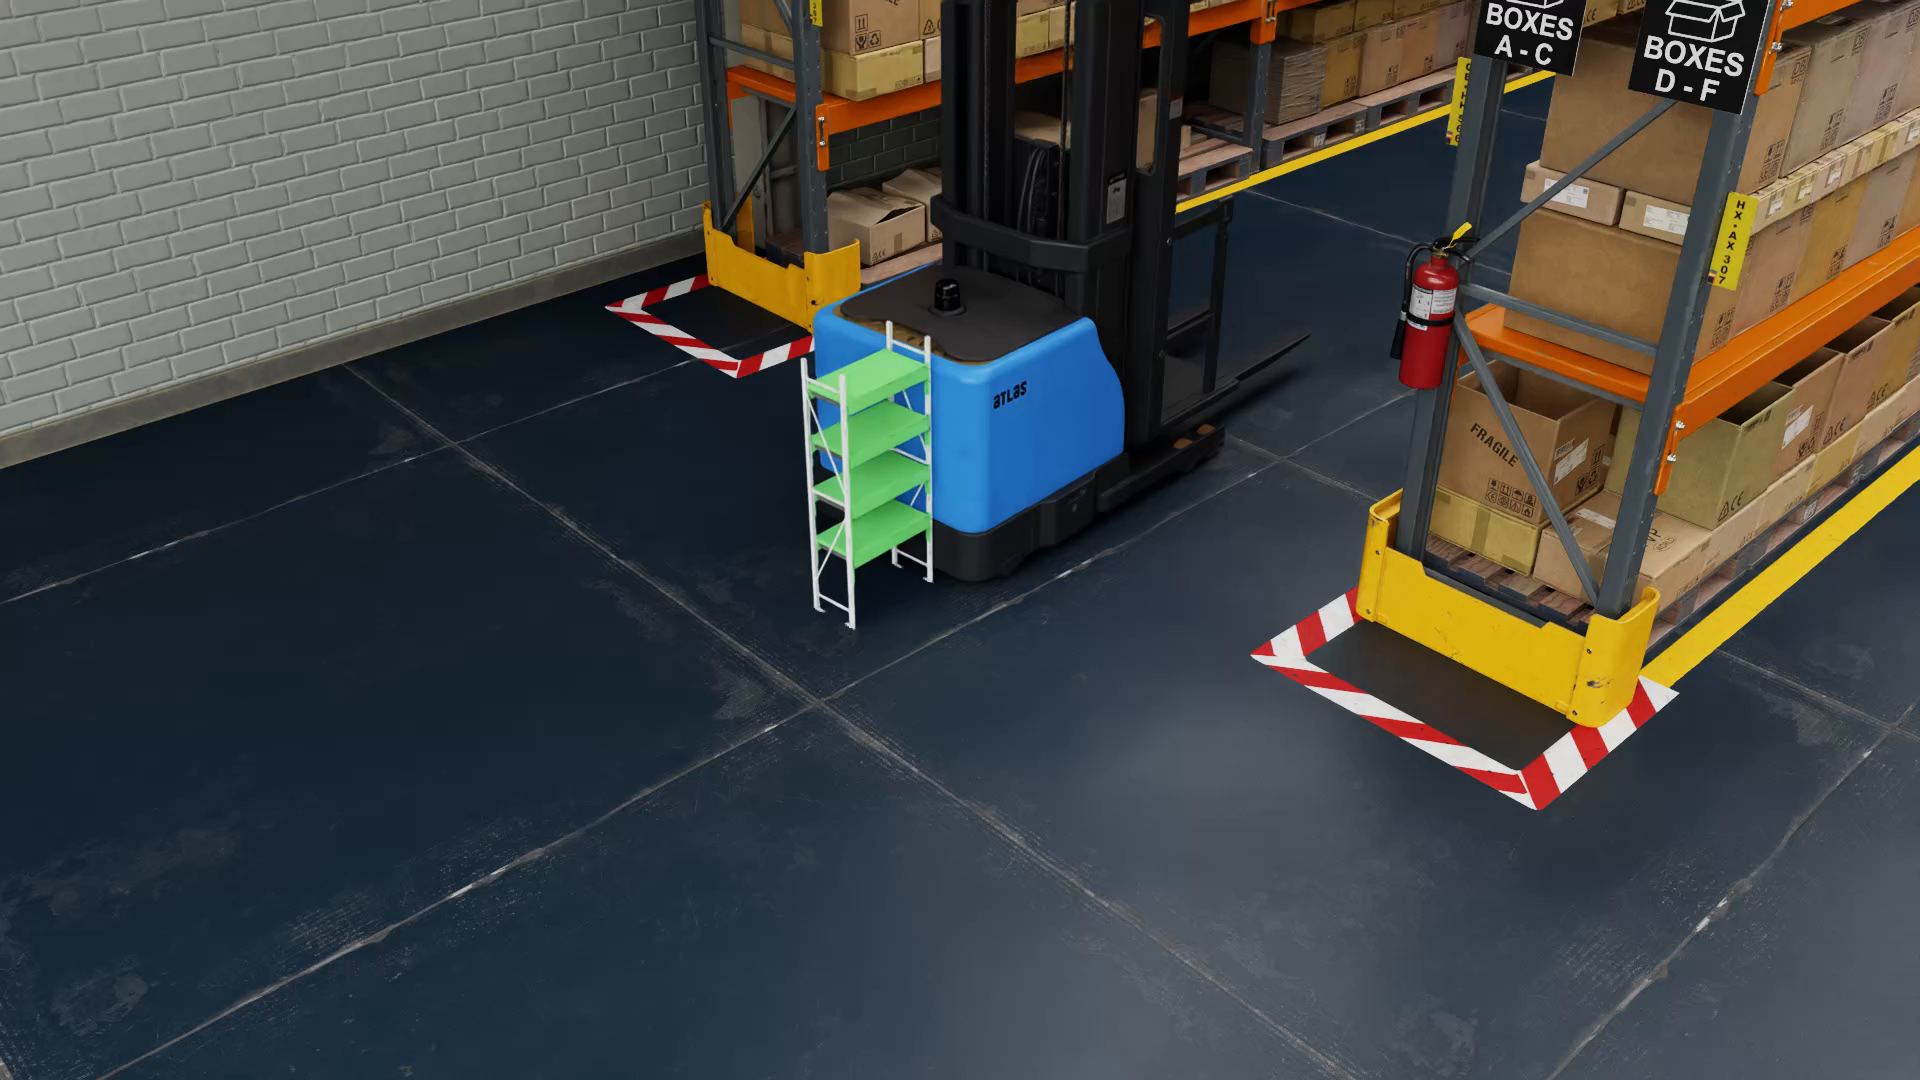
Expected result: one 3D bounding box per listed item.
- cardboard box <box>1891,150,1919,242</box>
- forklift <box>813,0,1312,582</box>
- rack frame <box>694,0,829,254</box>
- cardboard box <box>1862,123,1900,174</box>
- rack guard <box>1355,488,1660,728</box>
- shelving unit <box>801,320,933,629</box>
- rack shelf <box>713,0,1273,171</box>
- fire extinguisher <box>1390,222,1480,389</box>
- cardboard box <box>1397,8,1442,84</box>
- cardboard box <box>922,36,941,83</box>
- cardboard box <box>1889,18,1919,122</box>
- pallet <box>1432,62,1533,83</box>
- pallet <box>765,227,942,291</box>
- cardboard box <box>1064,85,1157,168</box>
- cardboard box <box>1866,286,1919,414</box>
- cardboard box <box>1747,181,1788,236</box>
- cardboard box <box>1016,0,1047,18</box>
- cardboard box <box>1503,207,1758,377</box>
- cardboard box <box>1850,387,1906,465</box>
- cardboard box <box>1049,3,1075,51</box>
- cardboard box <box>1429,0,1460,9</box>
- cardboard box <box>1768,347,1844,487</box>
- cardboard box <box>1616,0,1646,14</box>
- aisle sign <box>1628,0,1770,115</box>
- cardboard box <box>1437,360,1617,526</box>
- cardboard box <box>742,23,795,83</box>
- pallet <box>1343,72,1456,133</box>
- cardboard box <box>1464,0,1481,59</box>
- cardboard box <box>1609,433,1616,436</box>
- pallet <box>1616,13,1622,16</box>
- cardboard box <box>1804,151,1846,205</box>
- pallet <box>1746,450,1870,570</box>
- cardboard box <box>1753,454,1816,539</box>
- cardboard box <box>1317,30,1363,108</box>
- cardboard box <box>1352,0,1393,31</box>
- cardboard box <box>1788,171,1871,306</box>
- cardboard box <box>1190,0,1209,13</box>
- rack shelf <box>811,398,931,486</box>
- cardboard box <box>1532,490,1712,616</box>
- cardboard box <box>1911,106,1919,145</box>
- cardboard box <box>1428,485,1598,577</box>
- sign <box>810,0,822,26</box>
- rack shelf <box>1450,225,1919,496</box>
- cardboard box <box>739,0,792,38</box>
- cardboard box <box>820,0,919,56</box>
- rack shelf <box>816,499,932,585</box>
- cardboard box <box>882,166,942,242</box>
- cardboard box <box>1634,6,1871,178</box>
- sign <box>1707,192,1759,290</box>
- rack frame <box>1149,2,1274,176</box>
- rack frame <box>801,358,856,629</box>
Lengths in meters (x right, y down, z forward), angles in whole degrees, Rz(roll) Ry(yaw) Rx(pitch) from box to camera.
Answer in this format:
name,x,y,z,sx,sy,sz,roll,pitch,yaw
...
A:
name,x,y,z,sx,sy,sz,roll,pitch,yaw
cardboard box,4.096,-1.756,7.650,0.500,0.500,0.700,-25,39,-35
forklift,0.692,-1.752,7.806,1.130,2.935,3.031,25,39,35
rack frame,-1.134,-2.714,9.312,0.127,3.000,1.000,-26,40,-35
cardboard box,3.614,-1.654,6.862,0.250,0.149,0.380,-26,40,-36
rack guard,2.219,0.255,6.854,0.348,0.500,1.175,-26,40,-35
shelving unit,-0.379,-0.267,7.036,0.258,1.200,0.503,25,39,35
rack shelf,0.333,-3.116,10.660,4.000,0.370,1.077,-26,40,-35
fire extinguisher,1.835,-0.923,6.458,0.183,0.674,0.296,-26,40,-35
cardboard box,3.438,-4.072,13.508,0.500,0.500,0.700,-26,40,-36
cardboard box,-0.189,-2.899,9.741,0.500,0.250,0.500,-27,41,-37
cardboard box,3.745,-2.141,7.037,0.500,0.500,0.700,-26,40,-35
pallet,4.158,-4.085,14.228,1.213,0.211,1.003,-26,40,-35
pallet,-0.458,-1.826,10.533,1.213,0.211,1.003,-26,40,-35
cardboard box,1.065,-2.870,11.543,0.500,0.500,0.500,26,40,35
cardboard box,4.240,-0.965,7.967,0.500,0.500,0.500,-26,40,-35
cardboard box,2.863,-1.291,6.268,0.250,0.149,0.380,-27,41,-37
cardboard box,0.173,-3.385,9.816,0.500,0.500,0.500,-27,41,-37
cardboard box,2.588,-1.023,6.452,0.500,0.500,0.700,-26,40,-35
cardboard box,4.249,-0.640,8.155,0.500,0.250,0.500,-26,40,-35
cardboard box,0.561,-3.256,10.325,0.500,0.250,0.500,-25,40,-35
cardboard box,3.779,-4.539,13.553,0.500,0.250,0.500,-25,39,-35
cardboard box,3.505,-0.611,7.389,0.500,0.500,0.500,-26,40,-35
cardboard box,6.008,-5.332,15.253,0.750,0.750,0.750,-26,40,-36
aisle sign,2.397,-1.789,5.308,0.004,0.787,0.394,-26,40,-35
cardboard box,2.428,-0.450,7.125,0.500,0.500,0.500,-26,40,-35
cardboard box,-0.923,-2.898,9.739,0.500,0.250,0.500,-25,39,-35
pallet,3.264,-3.654,13.524,1.213,0.211,1.003,-26,40,-35
cardboard box,4.240,-4.397,14.040,0.500,0.500,0.700,-25,39,-35
cardboard box,3.153,-0.489,7.908,0.500,0.250,0.500,-26,40,-35
pallet,6.256,-5.043,15.795,1.213,0.211,1.003,-26,40,-35
cardboard box,3.233,-1.467,6.557,0.250,0.149,0.380,-27,40,-36
pallet,3.664,-0.348,8.117,1.213,0.211,1.003,-26,40,-35
cardboard box,3.513,-0.287,7.577,0.500,0.250,0.500,-26,40,-35
cardboard box,2.673,-3.724,12.939,0.500,0.500,0.700,-27,40,-36
cardboard box,3.027,-4.185,12.974,0.500,0.250,0.500,-27,41,-37
cardboard box,3.338,-1.385,7.044,0.500,0.500,0.700,-26,40,-35
cardboard box,1.287,-3.619,10.918,0.500,0.250,0.500,-26,40,-35
rack shelf,-0.379,-0.417,6.944,0.258,0.148,0.480,25,39,35
cardboard box,2.782,0.069,6.995,0.500,0.250,0.500,-26,40,-35
cardboard box,3.992,-1.835,7.157,0.250,0.149,0.380,-24,39,-34
cardboard box,2.429,-0.129,7.319,0.500,0.250,0.500,-26,40,-35
sign,-0.765,-2.875,8.747,0.005,0.325,0.100,-26,40,-35
rack shelf,3.704,-1.222,7.563,4.000,0.370,1.077,-26,40,-35
cardboard box,-0.933,-3.227,9.557,0.500,0.500,0.500,-26,40,-36
cardboard box,-0.579,-3.032,9.240,0.500,0.500,0.500,-26,40,-35
rack shelf,-0.379,-0.008,7.195,0.258,0.148,0.480,25,39,35
cardboard box,-0.147,-2.167,10.575,0.500,0.311,0.500,-22,38,-32
cardboard box,3.009,-1.784,6.453,0.500,0.500,0.700,-27,41,-37
sign,2.610,-1.009,5.618,0.005,0.325,0.100,-26,40,-35
rack frame,1.799,-4.132,11.633,0.127,3.000,1.000,-26,40,-35
rack frame,-0.542,-0.172,6.882,0.240,1.200,0.015,25,39,35
